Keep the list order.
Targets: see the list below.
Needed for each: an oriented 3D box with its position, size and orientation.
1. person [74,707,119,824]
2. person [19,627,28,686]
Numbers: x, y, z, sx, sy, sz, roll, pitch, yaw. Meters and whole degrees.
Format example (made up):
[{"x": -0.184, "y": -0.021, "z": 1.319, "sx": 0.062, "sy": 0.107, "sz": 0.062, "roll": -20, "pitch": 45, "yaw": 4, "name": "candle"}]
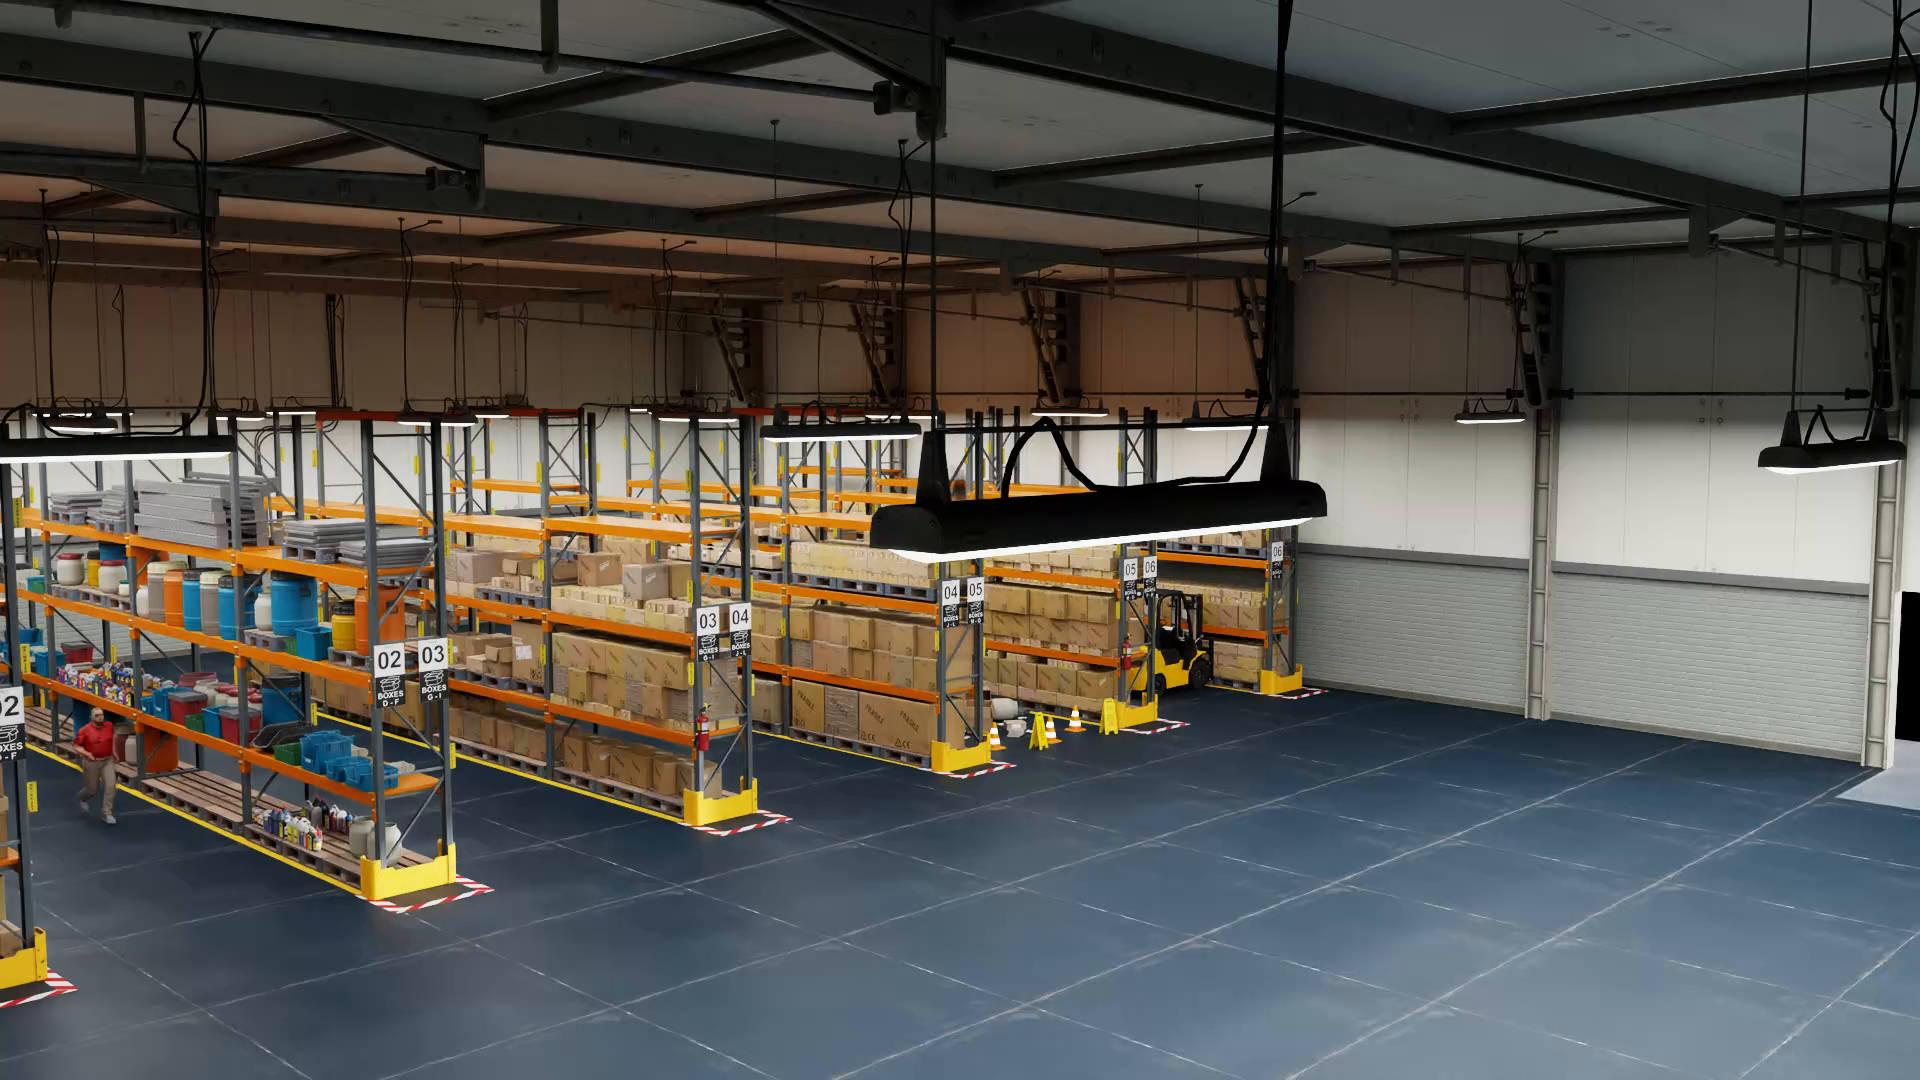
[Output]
[{"x": -12.776, "y": 3.312, "z": 24.600, "sx": 0.893, "sy": 1.697, "sz": 0.651, "roll": 4, "pitch": 7, "yaw": 39, "name": "person"}, {"x": -19.291, "y": 2.555, "z": 34.110, "sx": 0.507, "sy": 1.553, "sz": 0.636, "roll": -3, "pitch": 6, "yaw": -29, "name": "person"}]
